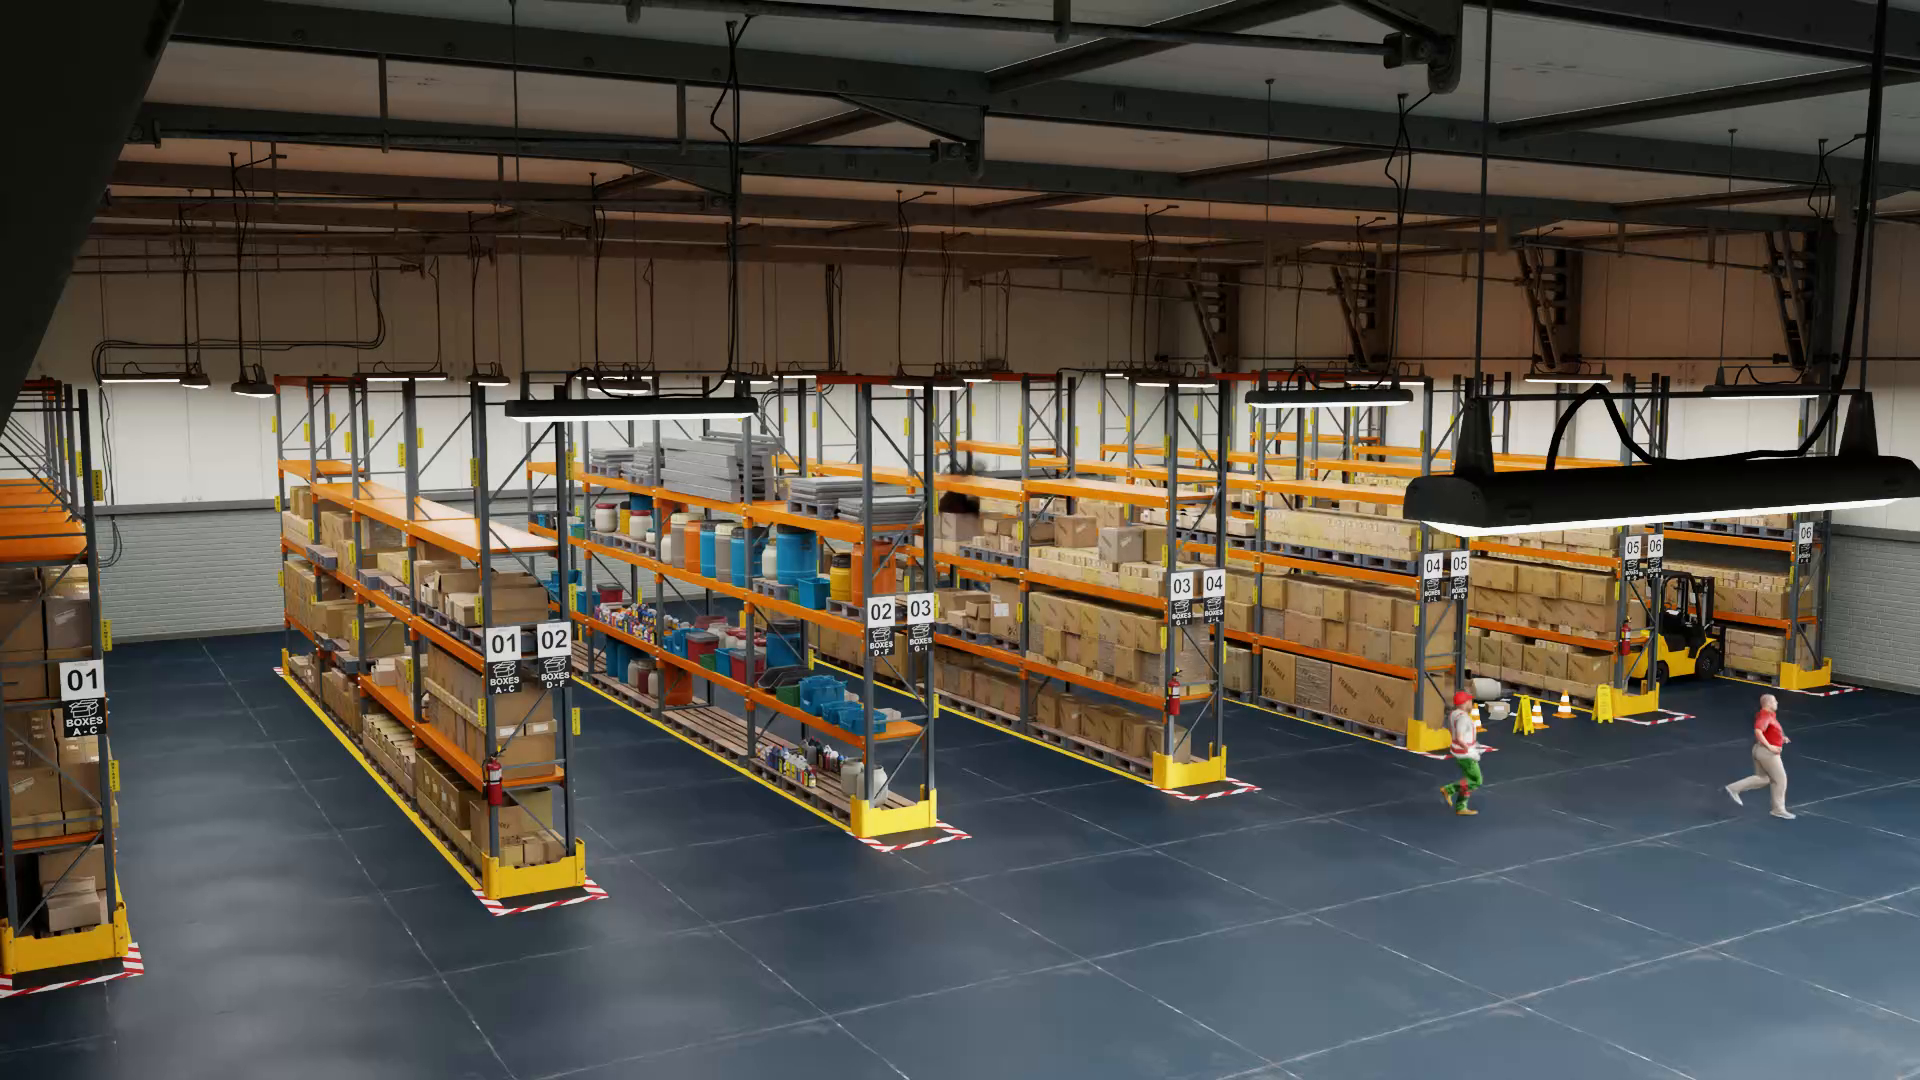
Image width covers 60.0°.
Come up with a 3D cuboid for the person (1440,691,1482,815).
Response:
[{"bbox_3d":[6.934,2.954,23.019,0.602,1.737,0.629,0,6,2],"label":"person"}]

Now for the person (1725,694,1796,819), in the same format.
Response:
[{"bbox_3d":[11.114,2.984,22.967,0.879,1.731,0.629,1,6,11],"label":"person"}]

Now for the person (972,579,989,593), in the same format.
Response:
[{"bbox_3d":[0.491,0.865,42.790,0.718,1.646,0.518,-4,7,-30],"label":"person"}]
